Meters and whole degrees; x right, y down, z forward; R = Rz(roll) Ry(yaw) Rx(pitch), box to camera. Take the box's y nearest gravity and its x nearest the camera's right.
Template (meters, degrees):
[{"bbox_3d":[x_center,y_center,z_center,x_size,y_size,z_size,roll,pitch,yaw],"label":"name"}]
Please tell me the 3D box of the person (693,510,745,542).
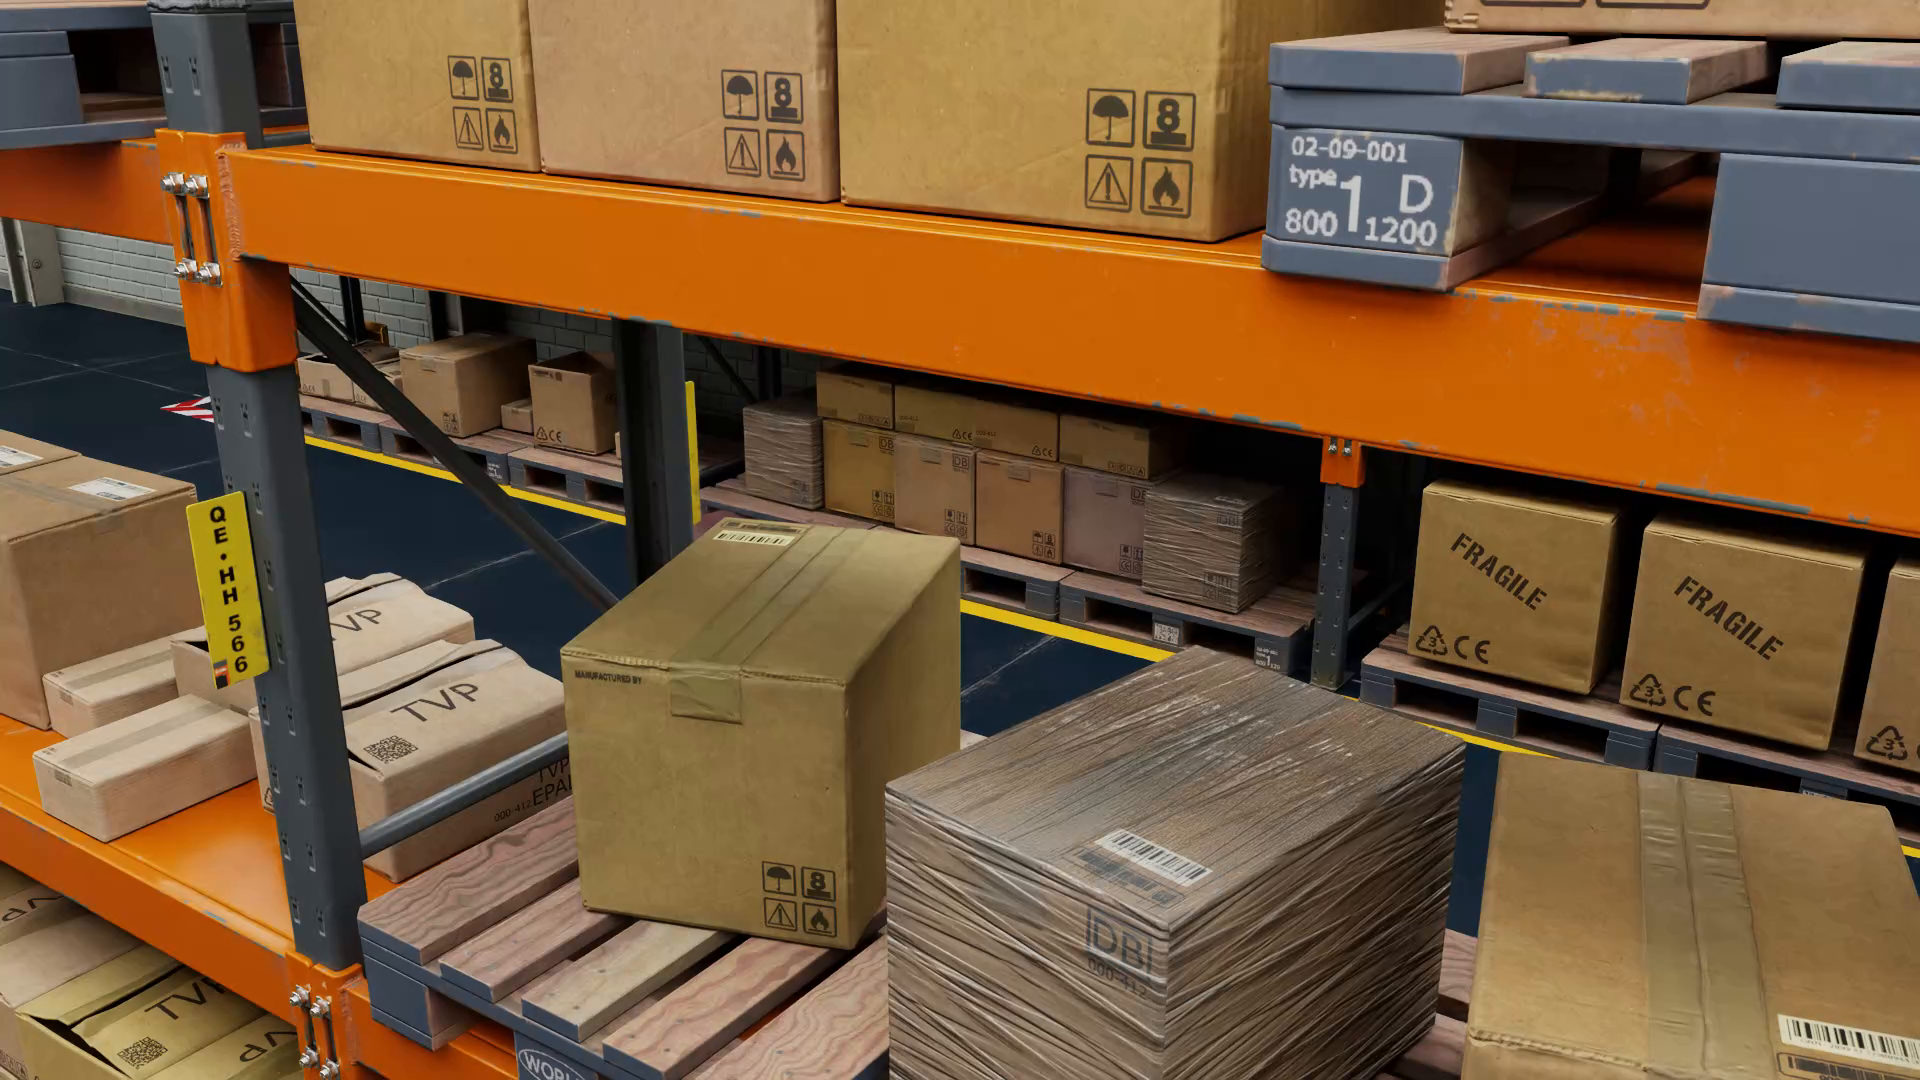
[{"bbox_3d":[-1.018,0.300,7.372,0.912,0.875,0.582,13,23,32],"label":"person"}]
